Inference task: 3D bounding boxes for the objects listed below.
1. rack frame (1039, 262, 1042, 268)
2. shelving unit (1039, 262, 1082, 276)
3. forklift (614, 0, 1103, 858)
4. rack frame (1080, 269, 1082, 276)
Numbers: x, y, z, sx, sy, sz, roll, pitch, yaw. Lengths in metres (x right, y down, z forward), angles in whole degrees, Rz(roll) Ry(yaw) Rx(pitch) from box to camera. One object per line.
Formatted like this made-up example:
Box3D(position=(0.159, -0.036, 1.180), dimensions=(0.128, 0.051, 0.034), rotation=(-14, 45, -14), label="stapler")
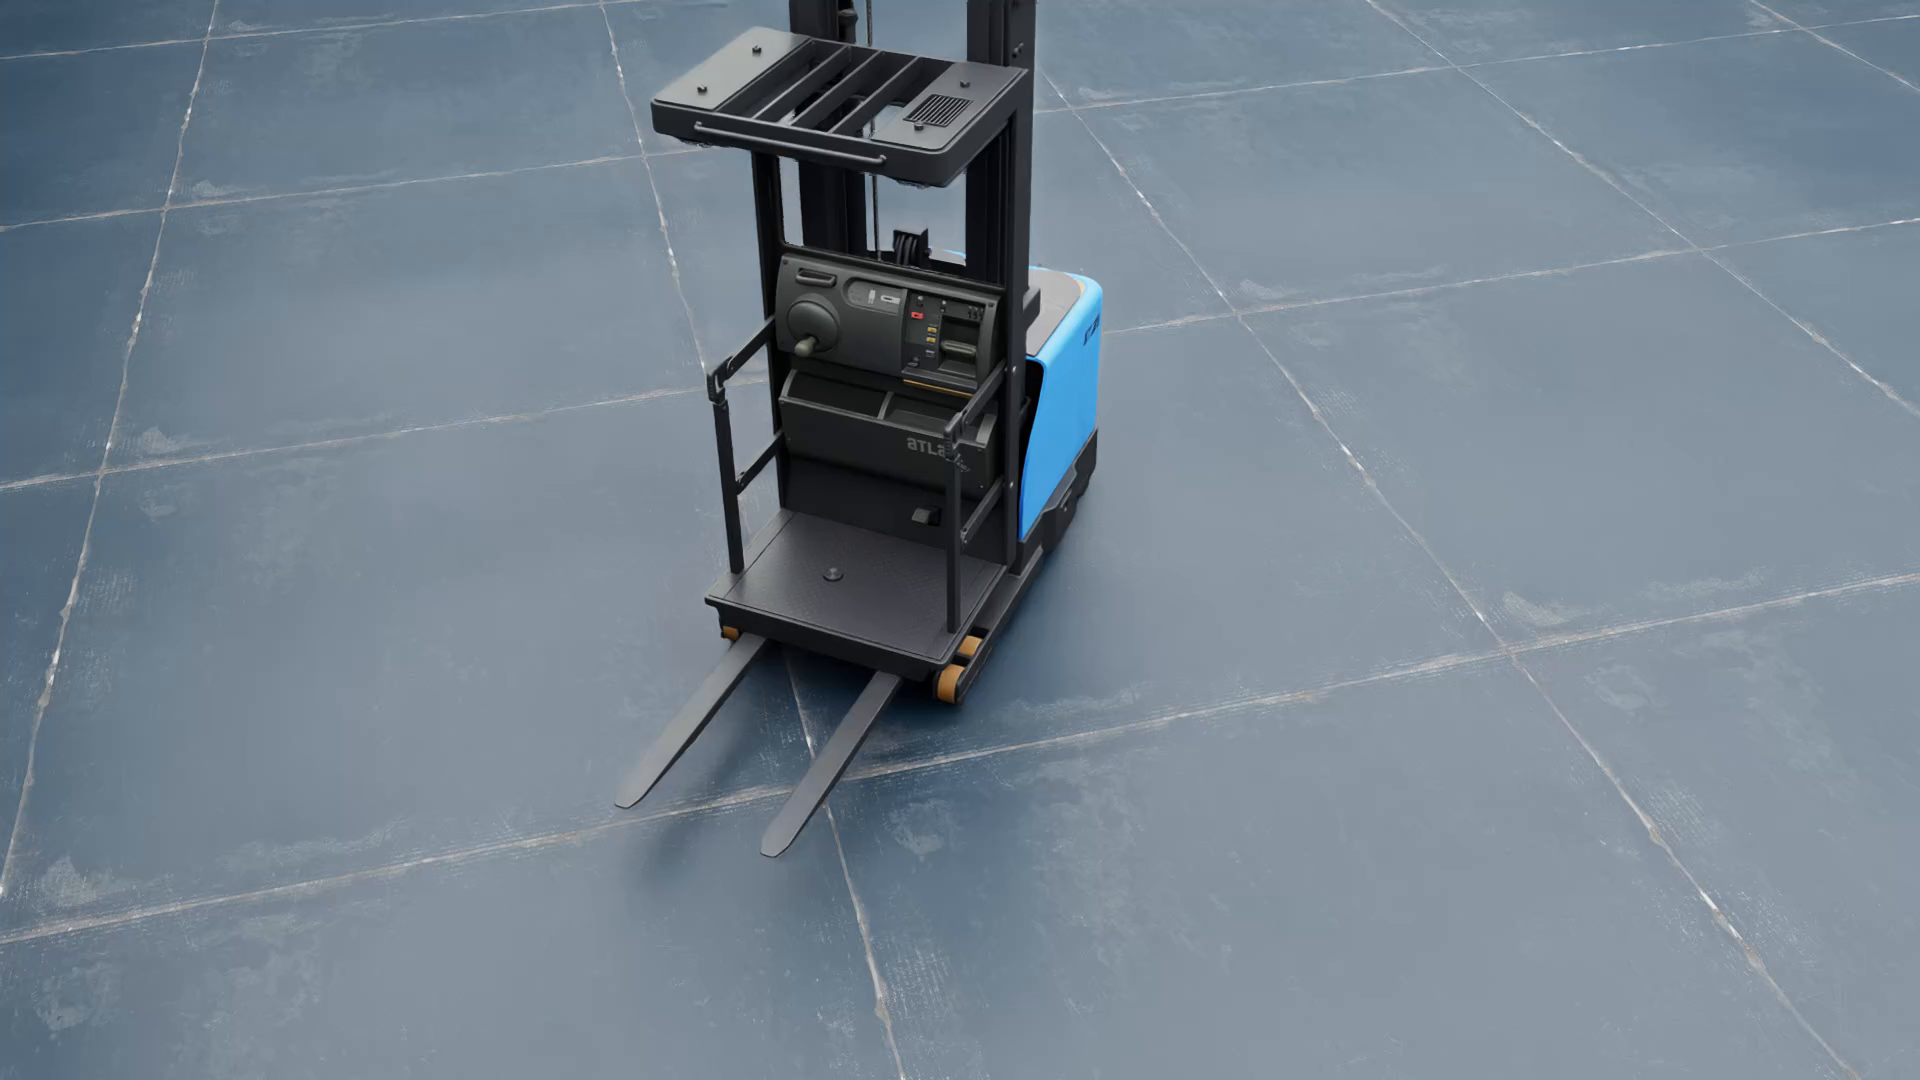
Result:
Box3D(position=(0.343, -0.914, 8.195), dimensions=(0.006, 0.900, 0.240), rotation=(13, 38, 15), label="rack frame")
Box3D(position=(0.439, -0.892, 8.168), dimensions=(0.210, 0.900, 0.258), rotation=(13, 38, 15), label="shelving unit")
Box3D(position=(-0.378, -0.784, 6.362), dimensions=(1.130, 2.935, 3.031), rotation=(14, 40, 18), label="forklift")
Box3D(position=(0.535, -0.870, 8.142), dimensions=(0.006, 0.900, 0.240), rotation=(13, 38, 15), label="rack frame")
